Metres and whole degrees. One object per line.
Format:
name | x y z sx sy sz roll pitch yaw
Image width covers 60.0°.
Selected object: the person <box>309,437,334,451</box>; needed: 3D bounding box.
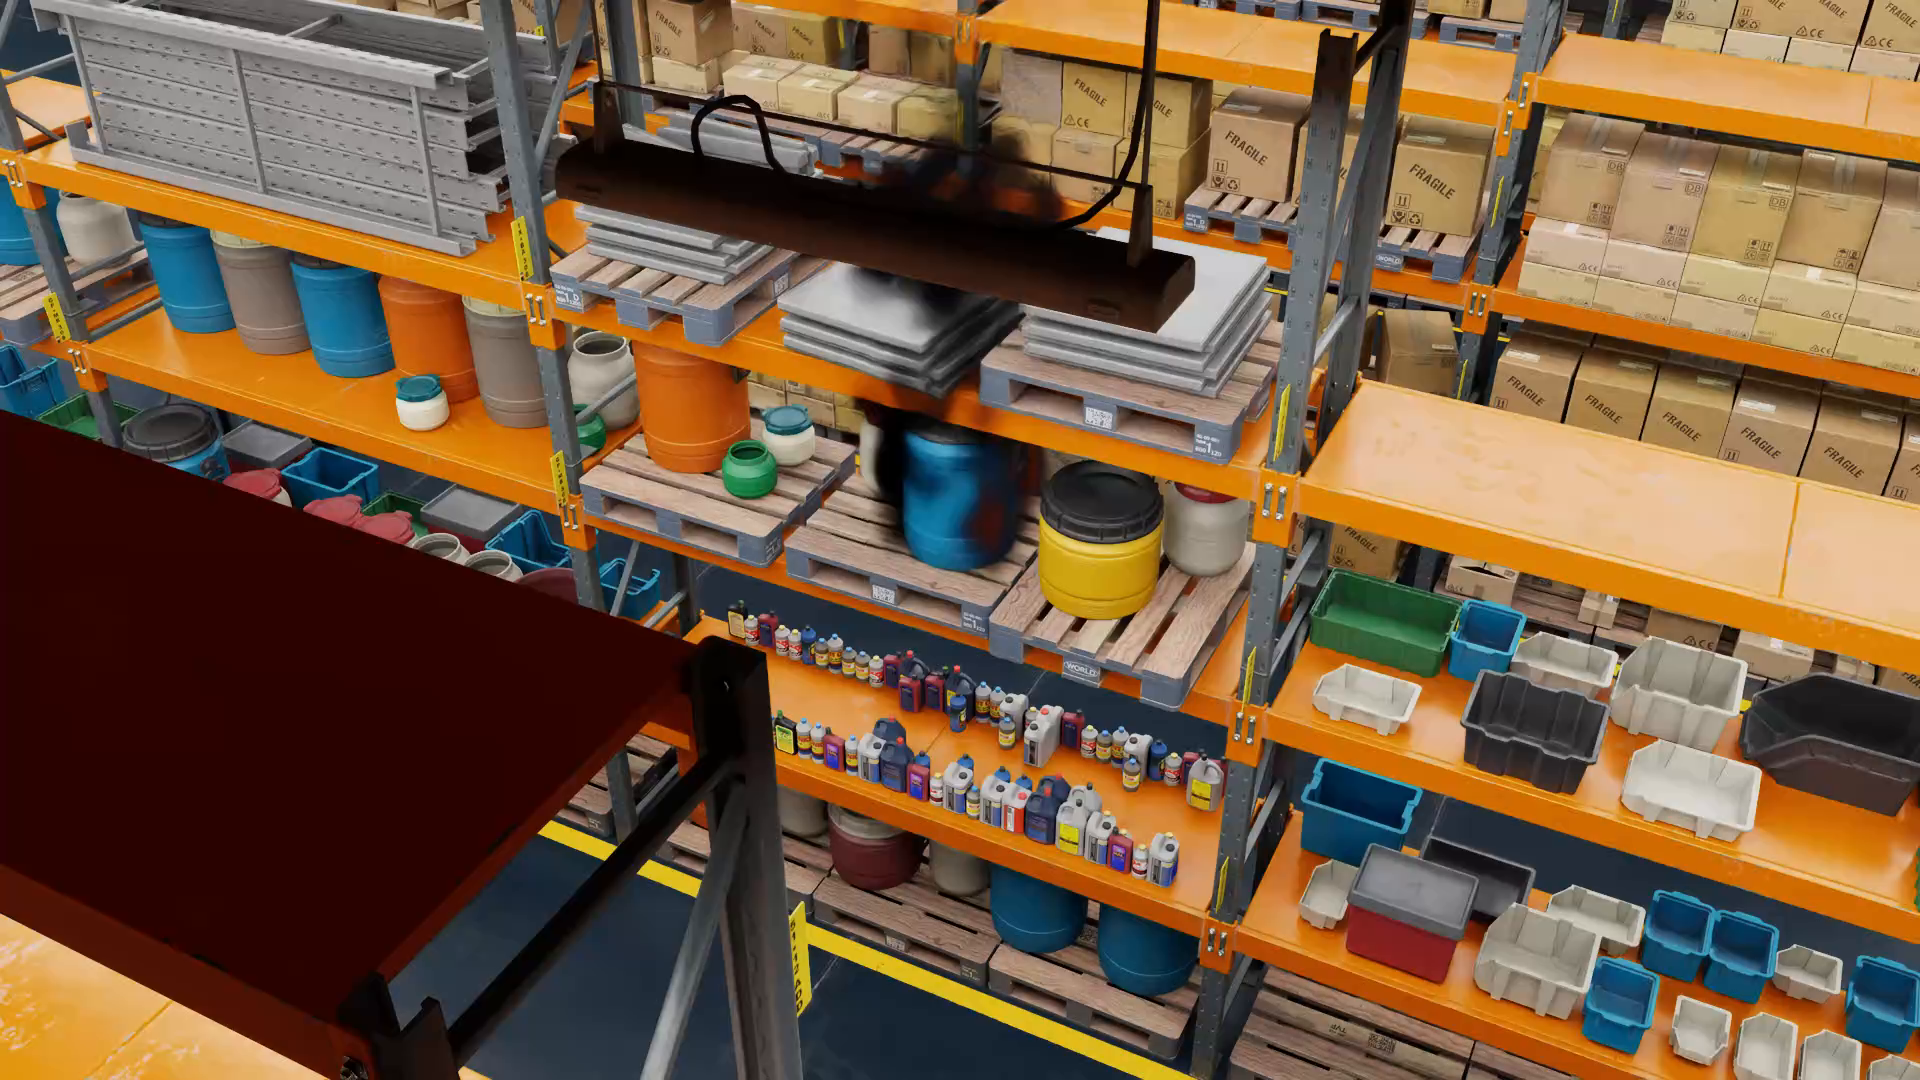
person | -5.359 -0.920 13.761 0.873 1.556 0.545 11 37 16
